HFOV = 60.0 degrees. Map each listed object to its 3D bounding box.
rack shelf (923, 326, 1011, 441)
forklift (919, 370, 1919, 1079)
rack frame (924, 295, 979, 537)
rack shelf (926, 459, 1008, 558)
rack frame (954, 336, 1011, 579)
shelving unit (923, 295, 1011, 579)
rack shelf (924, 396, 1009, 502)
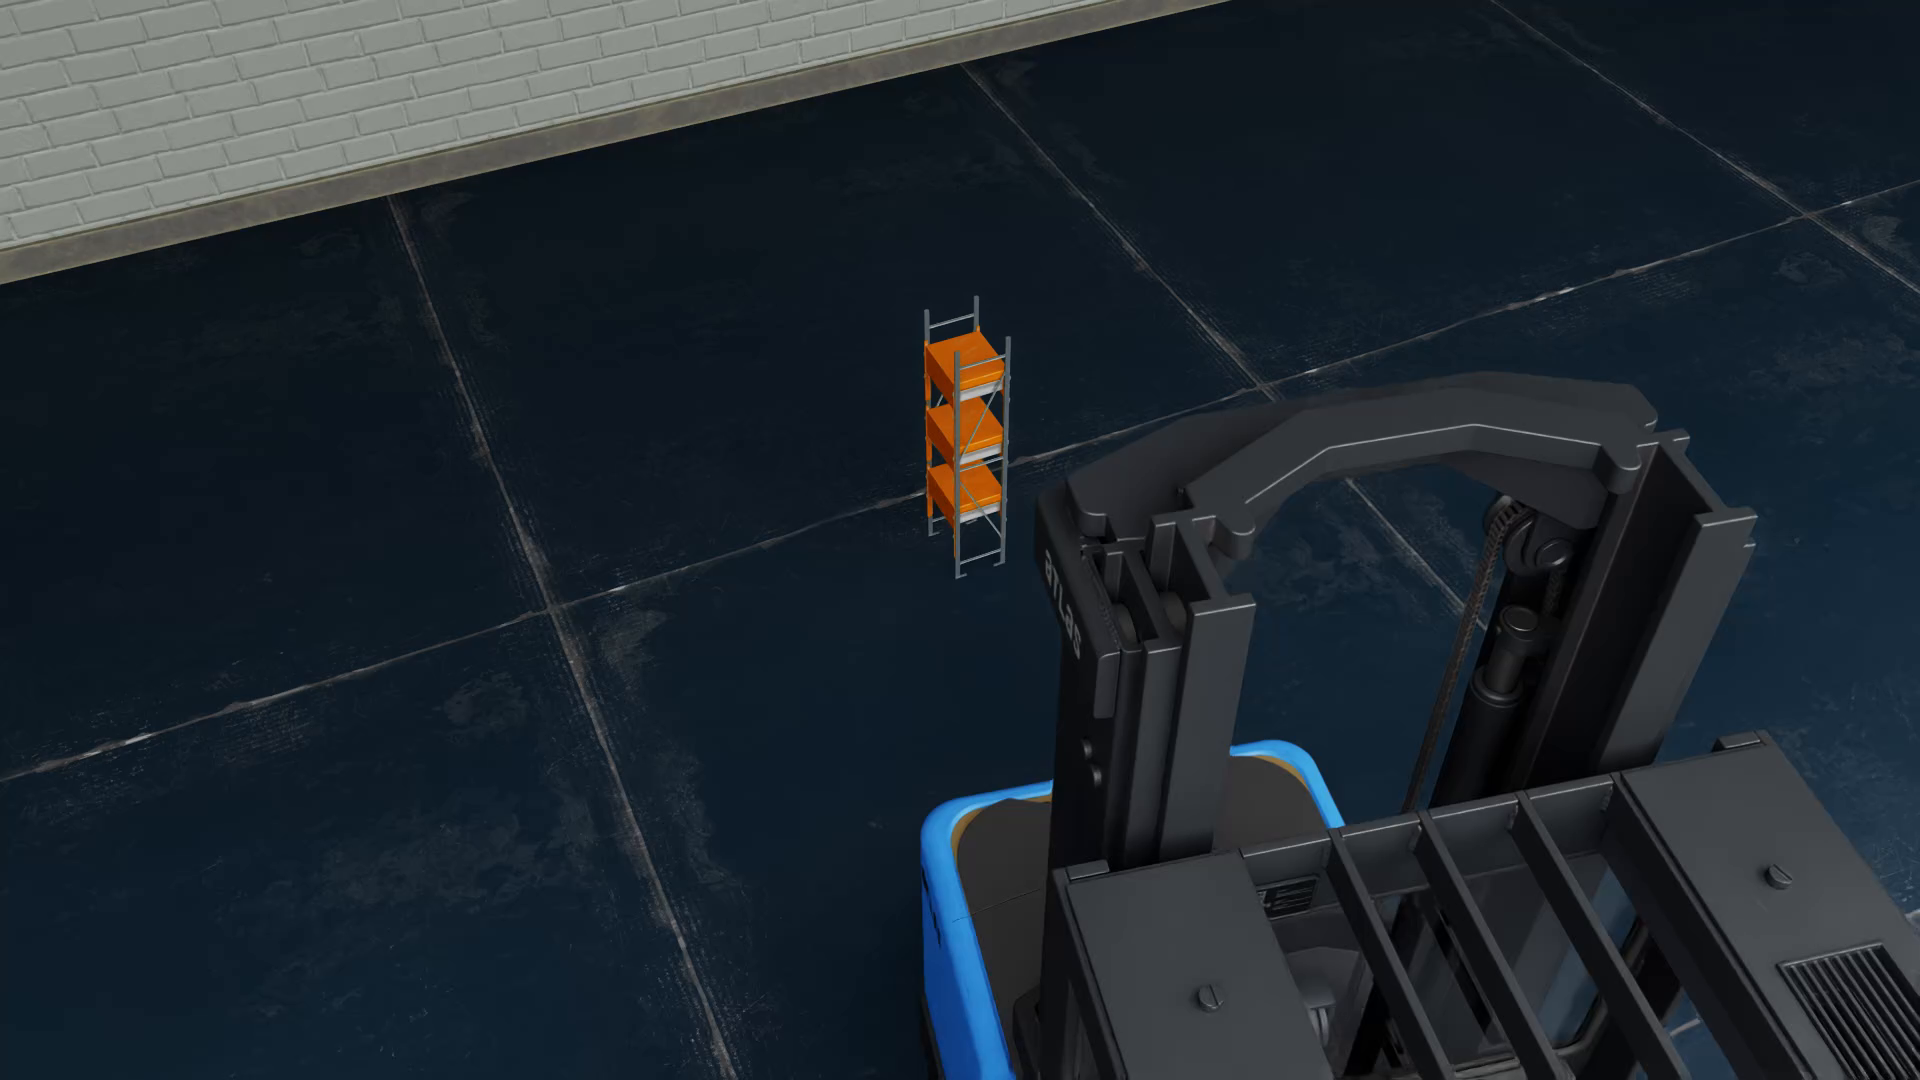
[{"bbox_3d":[0.022,-0.534,5.655,0.215,0.259,0.240,-18,47,-17],"label":"rack shelf"},{"bbox_3d":[0.721,1.300,2.845,1.130,2.935,3.031,-9,45,-9],"label":"forklift"},{"bbox_3d":[-0.029,-0.417,5.925,0.200,1.050,0.008,-18,47,-17],"label":"rack frame"},{"bbox_3d":[0.023,-0.134,6.049,0.215,0.259,0.240,-18,47,-17],"label":"rack shelf"},{"bbox_3d":[0.074,-0.262,5.768,0.200,1.050,0.008,-18,47,-17],"label":"rack frame"},{"bbox_3d":[0.022,-0.340,5.847,0.215,1.050,0.252,-18,47,-17],"label":"shelving unit"},{"bbox_3d":[0.022,-0.332,5.854,0.215,0.259,0.240,-18,47,-17],"label":"rack shelf"}]
